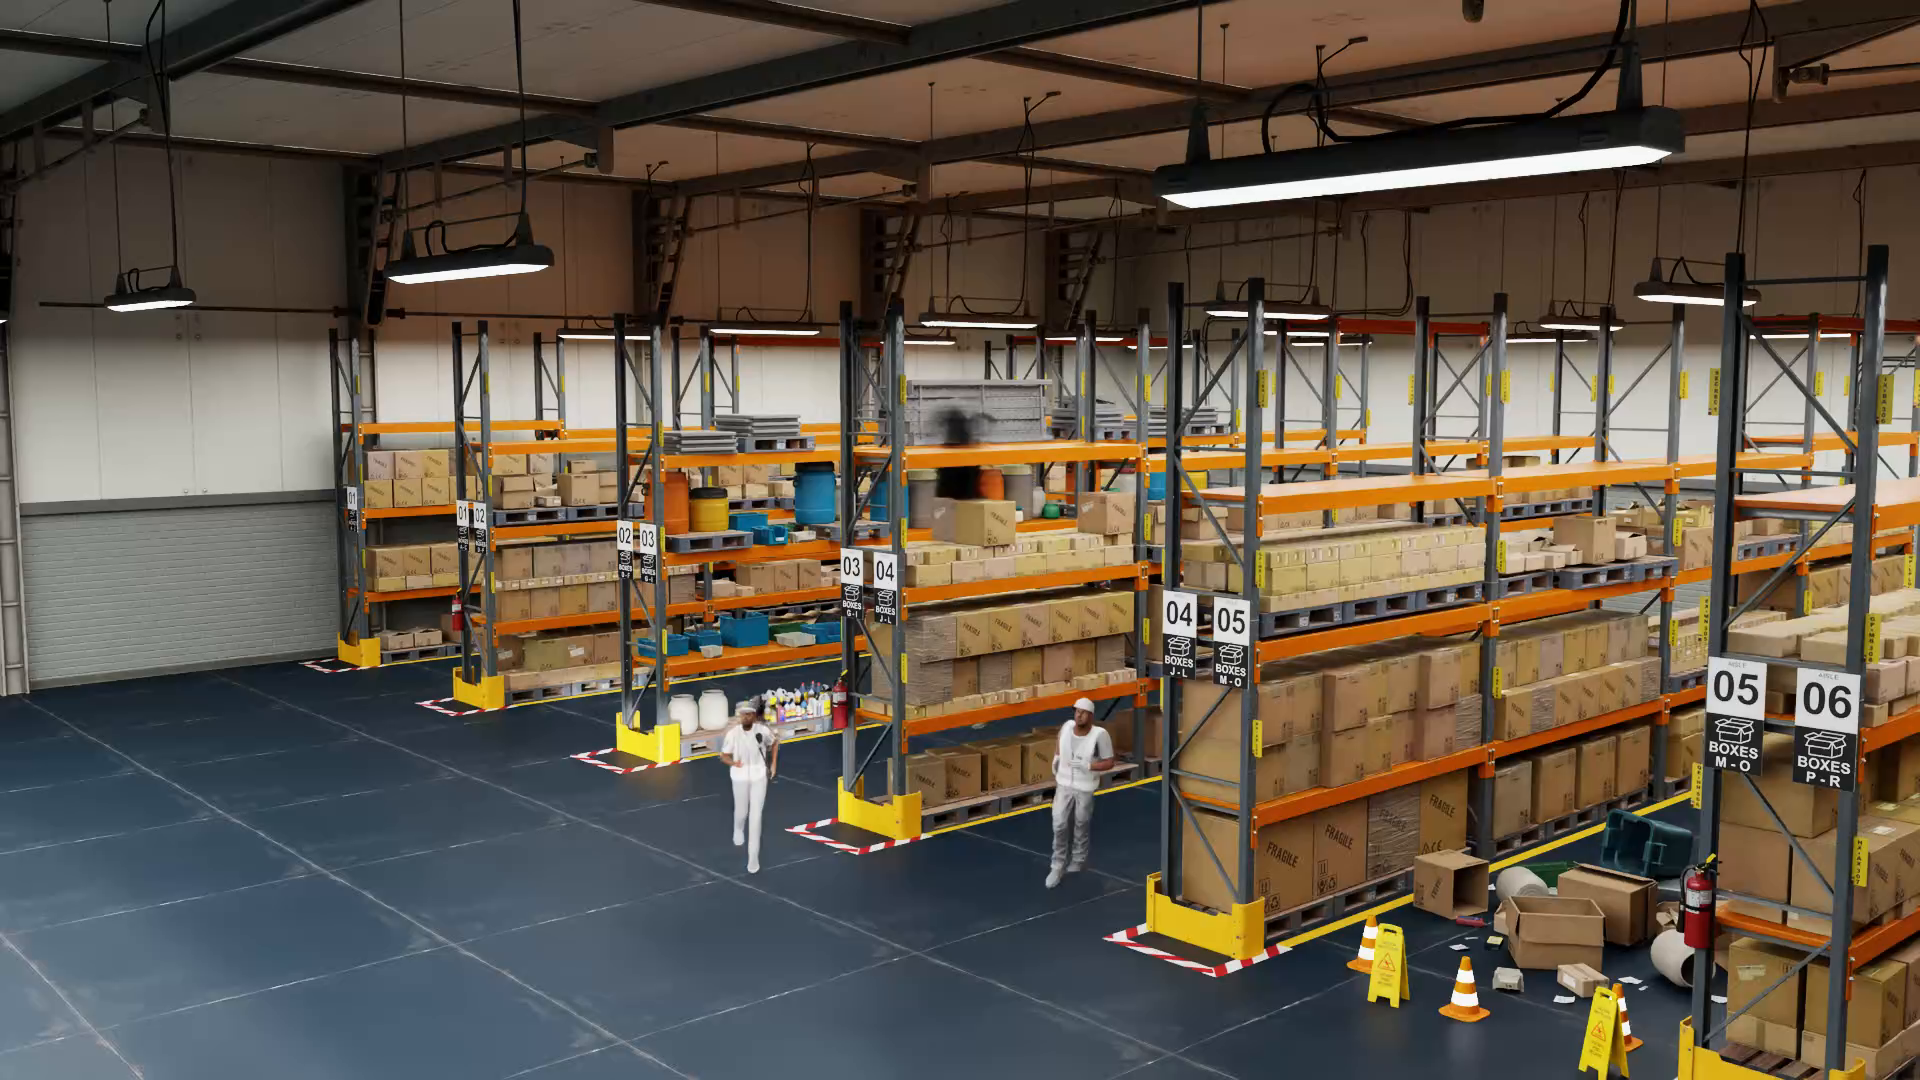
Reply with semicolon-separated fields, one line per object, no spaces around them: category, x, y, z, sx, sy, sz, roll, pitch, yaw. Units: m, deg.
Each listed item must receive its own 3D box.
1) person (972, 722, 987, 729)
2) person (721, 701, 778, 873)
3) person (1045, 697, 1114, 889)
person;0.199;1.793;22.948;0.615;1.653;0.518;4;7;34
person;-2.193;2.500;17.372;0.589;1.724;0.936;0;6;-4
person;1.185;2.439;16.126;0.677;1.869;0.619;2;6;23
